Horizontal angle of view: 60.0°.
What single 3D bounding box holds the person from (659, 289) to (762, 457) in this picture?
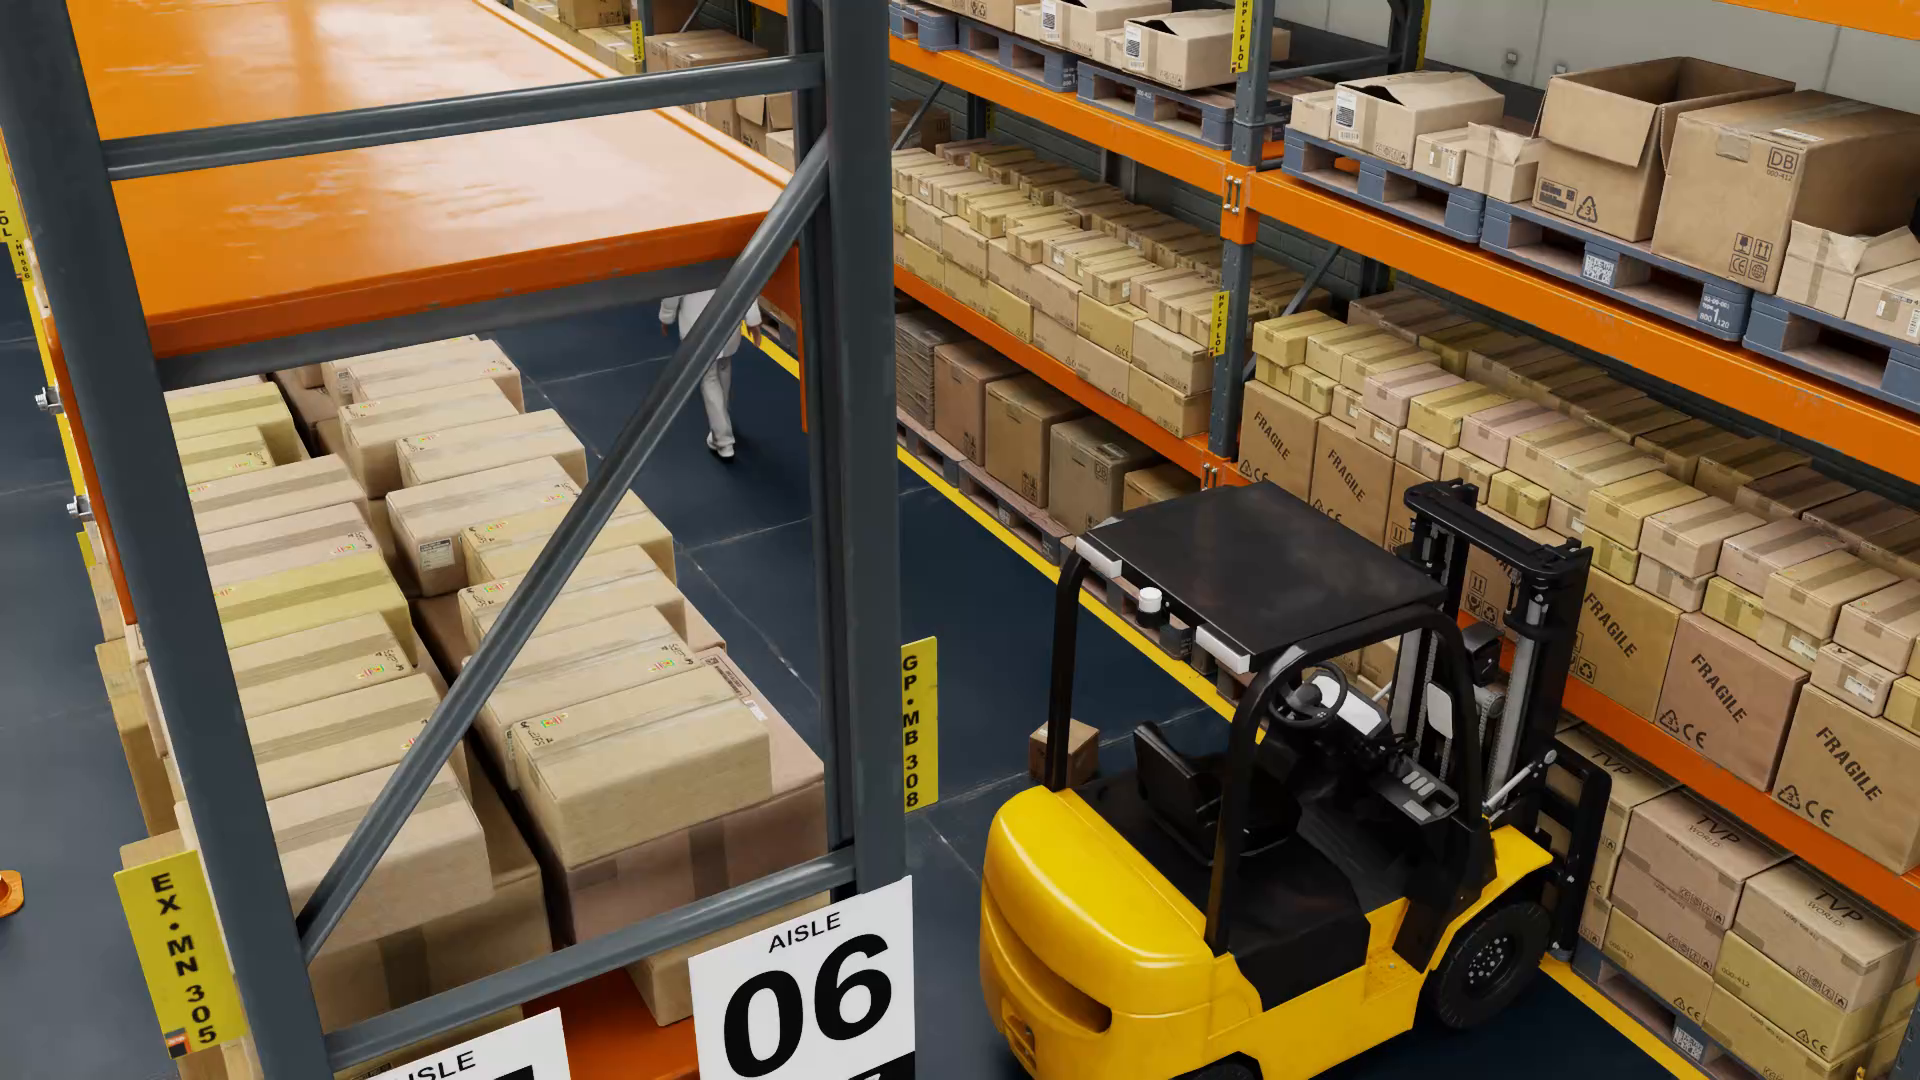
[{"bbox_3d":[-1.738,-1.506,11.333,0.624,1.768,0.923,-15,32,-26],"label":"person"}]
